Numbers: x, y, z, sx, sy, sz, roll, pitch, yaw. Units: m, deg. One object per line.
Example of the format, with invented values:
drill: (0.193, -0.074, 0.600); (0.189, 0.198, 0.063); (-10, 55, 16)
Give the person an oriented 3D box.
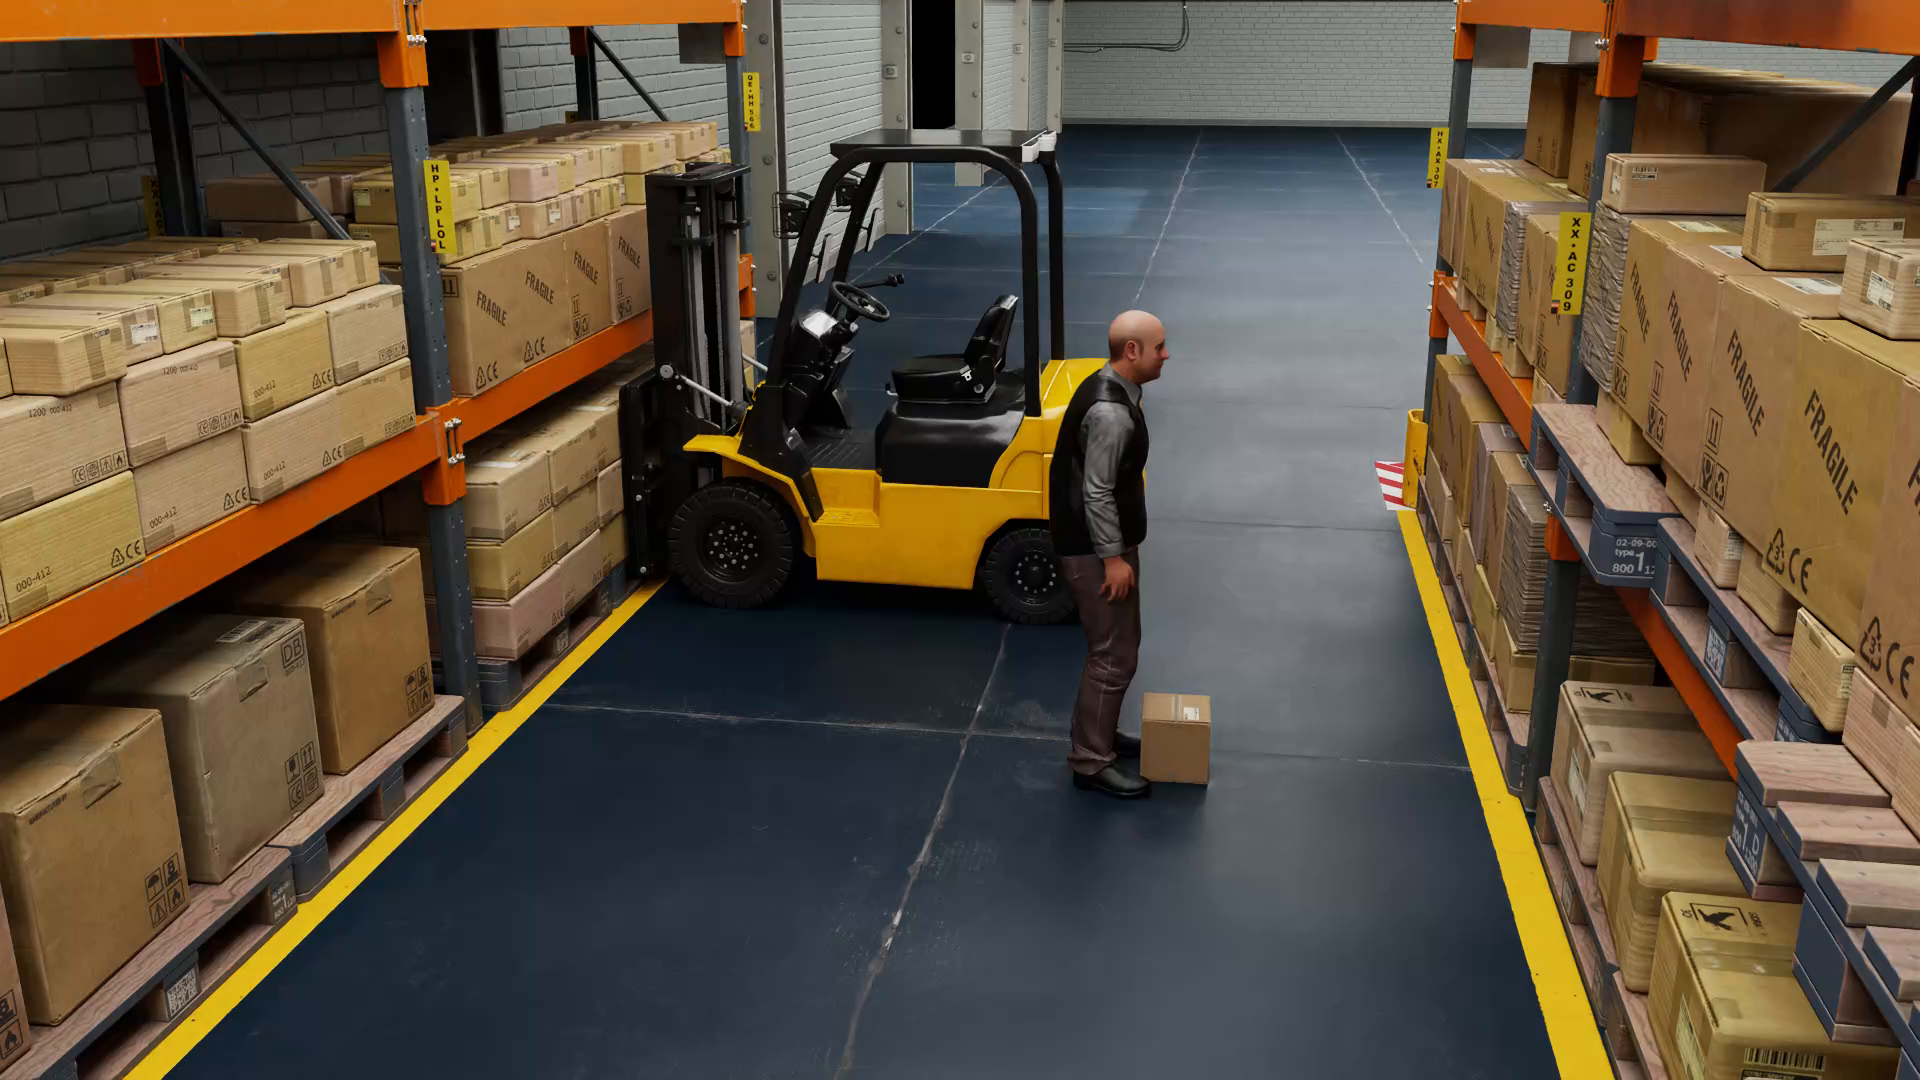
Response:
person: (0.524, 0.027, 6.006); (0.413, 1.721, 0.581); (3, 18, 8)
